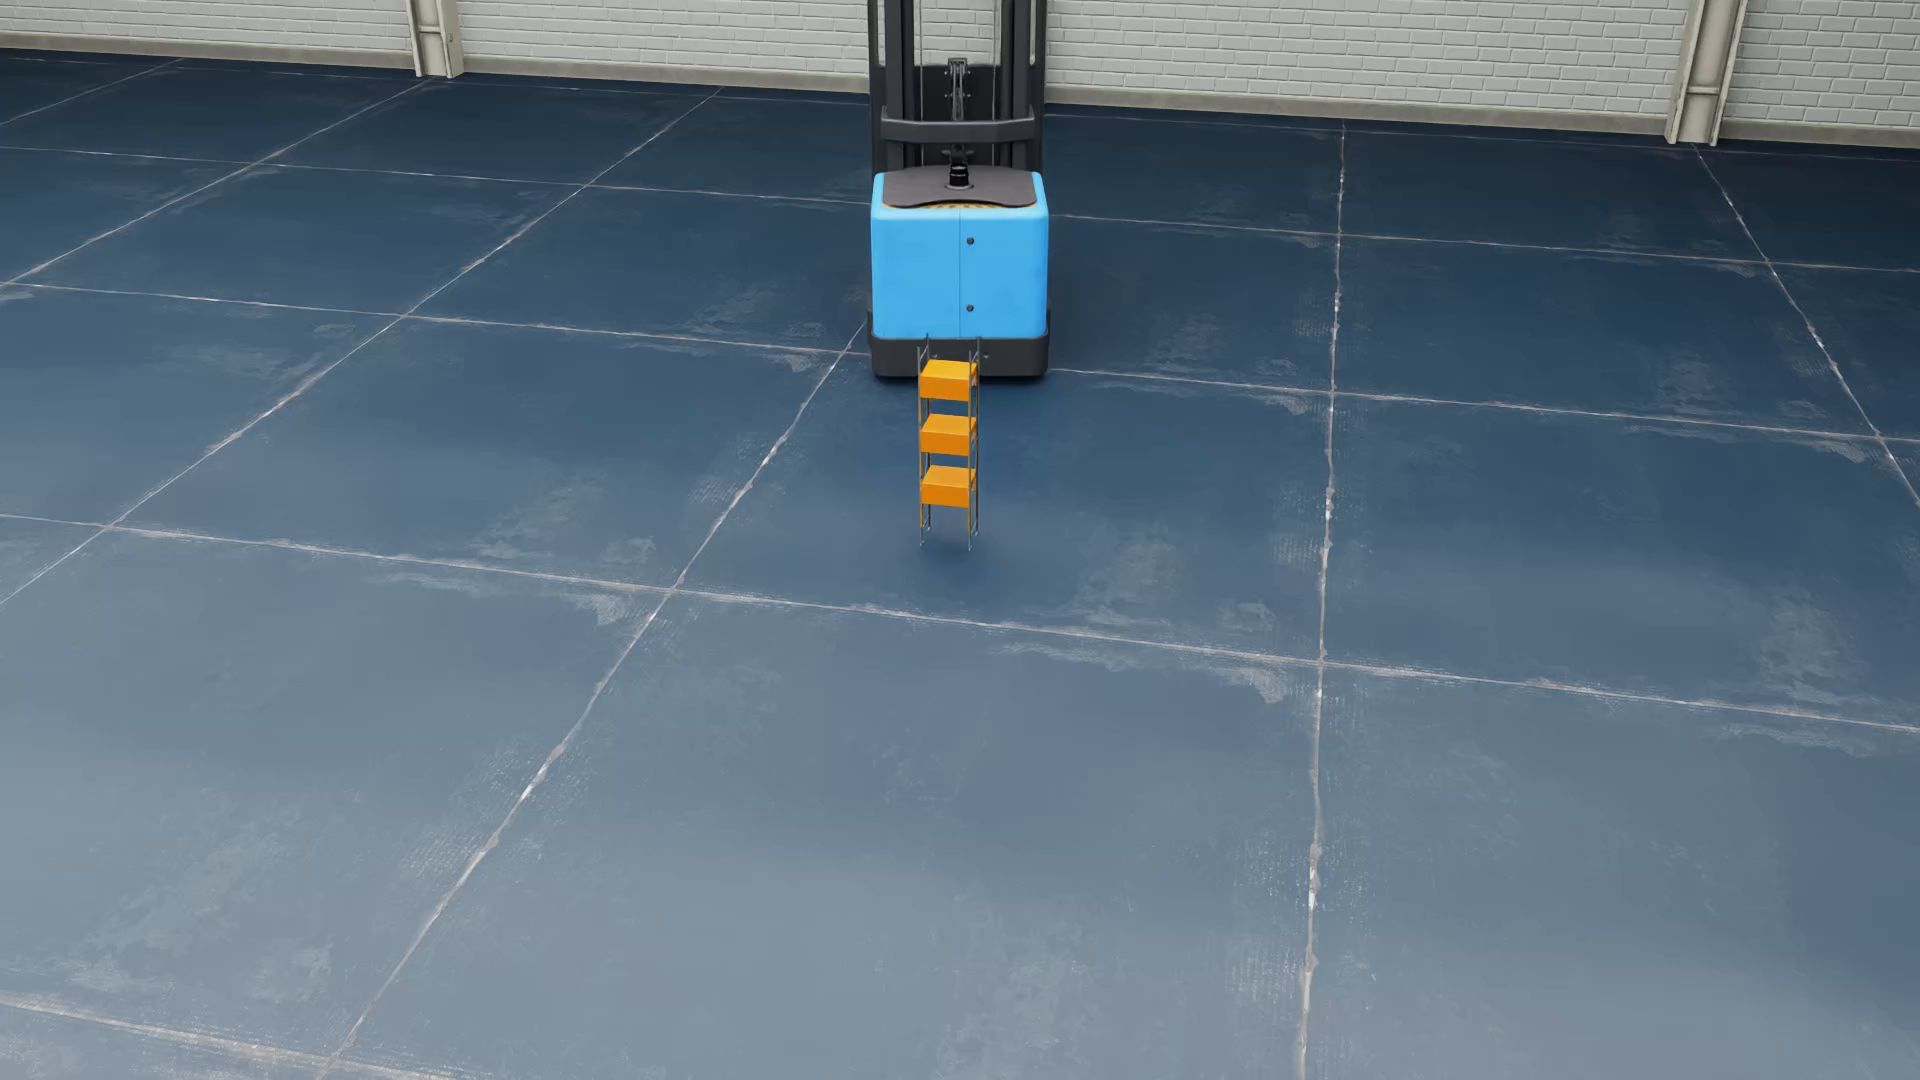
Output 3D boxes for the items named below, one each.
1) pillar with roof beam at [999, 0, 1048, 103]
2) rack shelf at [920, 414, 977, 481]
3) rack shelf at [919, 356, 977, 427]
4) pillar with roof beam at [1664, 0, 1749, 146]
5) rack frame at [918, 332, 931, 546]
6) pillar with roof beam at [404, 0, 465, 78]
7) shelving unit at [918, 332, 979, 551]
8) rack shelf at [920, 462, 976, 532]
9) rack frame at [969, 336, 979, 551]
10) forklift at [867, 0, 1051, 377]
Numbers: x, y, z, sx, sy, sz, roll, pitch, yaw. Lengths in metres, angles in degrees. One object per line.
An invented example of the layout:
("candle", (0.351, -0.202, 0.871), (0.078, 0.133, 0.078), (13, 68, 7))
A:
("pillar with roof beam", (-0.308, -6.067, 9.961), (0.400, 9.000, 9.100), (6, 29, 11))
("rack shelf", (-0.052, -0.457, 8.013), (0.240, 0.259, 0.215), (6, 29, 11))
("rack shelf", (-0.052, -0.705, 7.877), (0.240, 0.259, 0.215), (6, 29, 11))
("pillar with roof beam", (5.559, -5.465, 8.862), (0.400, 9.000, 9.100), (6, 29, 11))
("rack frame", (-0.172, -0.478, 8.030), (0.008, 1.050, 0.200), (6, 29, 11))
("pillar with roof beam", (-6.176, -6.669, 11.060), (0.400, 9.000, 9.100), (6, 29, 11))
("shelving unit", (-0.052, -0.466, 8.008), (0.252, 1.050, 0.215), (6, 29, 11))
("rack shelf", (-0.052, -0.213, 8.146), (0.240, 0.259, 0.215), (6, 29, 11))
("rack frame", (0.067, -0.454, 7.985), (0.008, 1.050, 0.200), (6, 29, 11))
("forklift", (-0.024, -2.921, 10.533), (1.130, 2.935, 3.031), (0, 29, -1))
